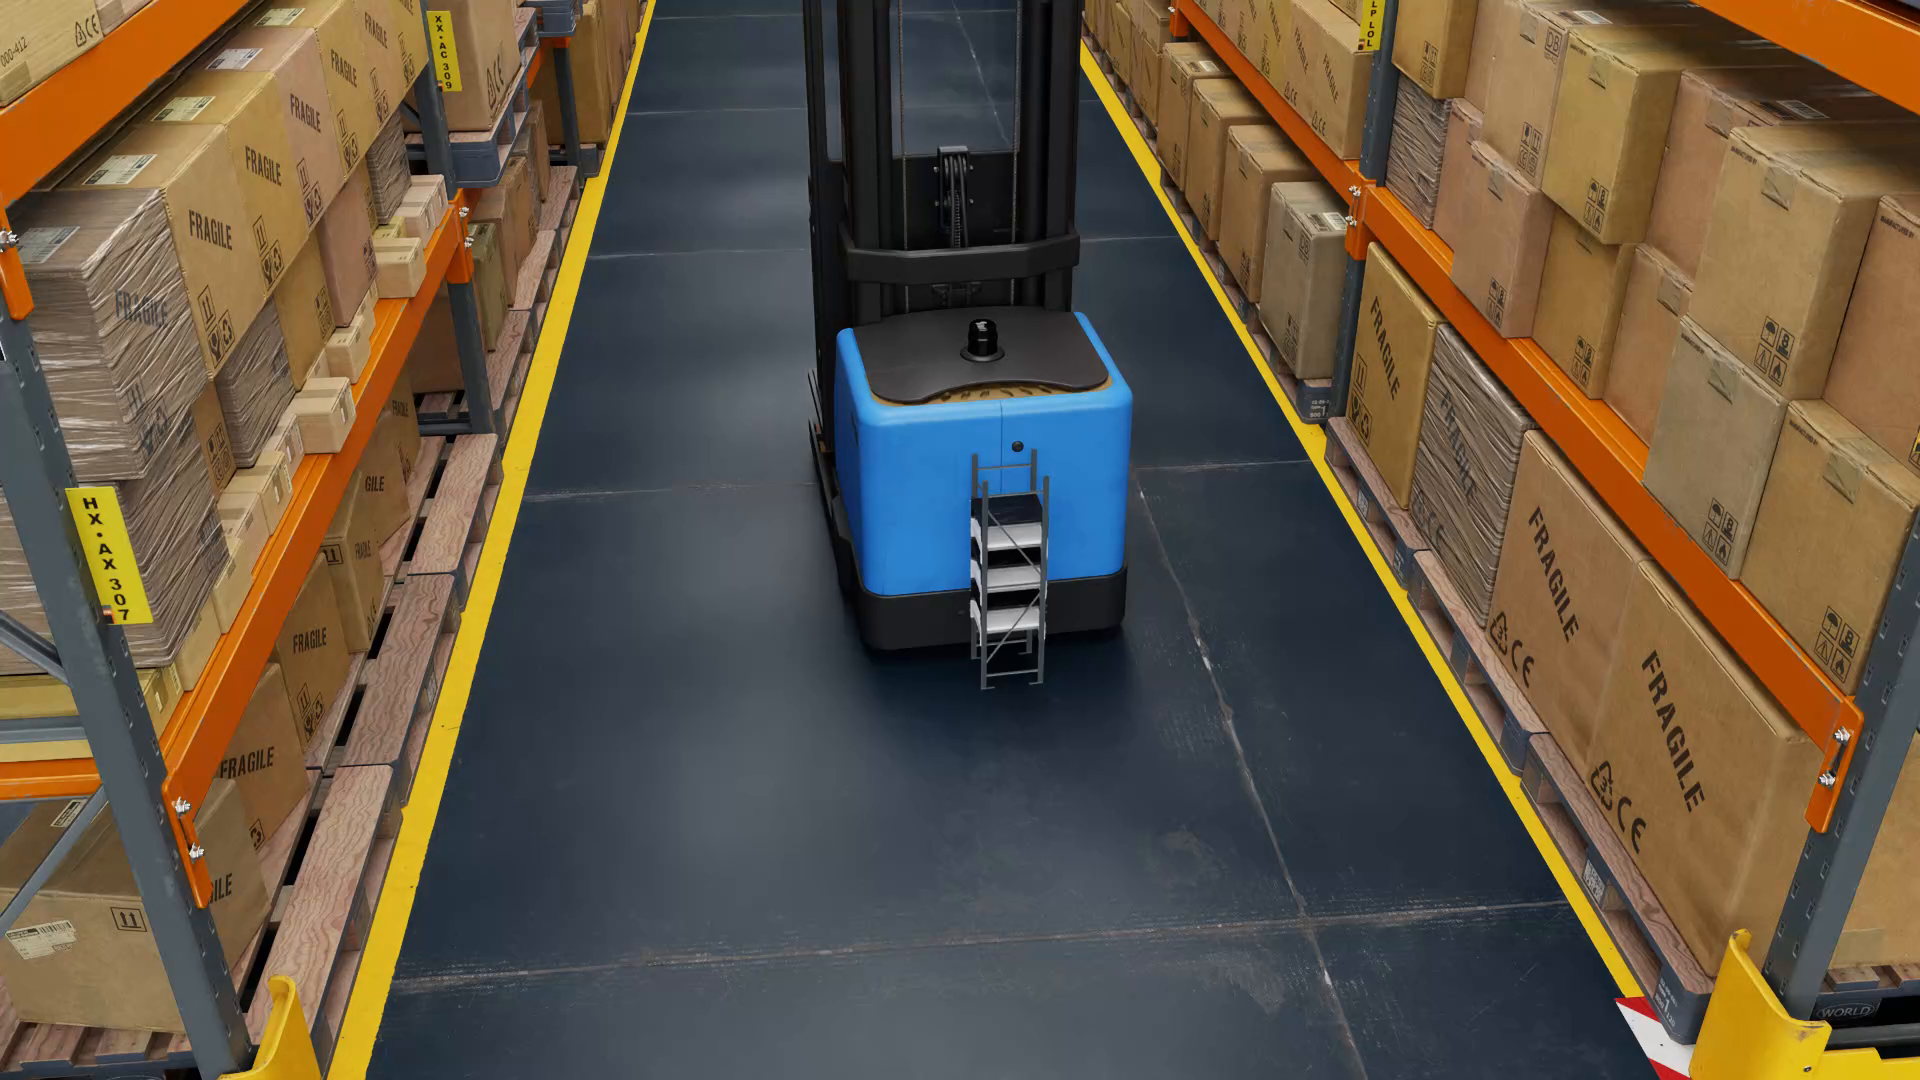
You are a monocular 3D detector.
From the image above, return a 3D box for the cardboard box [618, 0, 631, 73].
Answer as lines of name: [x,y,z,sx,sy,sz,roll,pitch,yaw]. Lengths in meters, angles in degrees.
cardboard box: [-3.249,-4.179,12.984,1.225,0.875,0.875,-4,31,-6]

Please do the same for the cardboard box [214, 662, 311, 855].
cardboard box: [-2.423,0.703,5.176,0.500,0.500,0.500,5,31,8]

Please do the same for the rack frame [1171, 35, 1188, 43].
rack frame: [1.908,-3.837,10.749,1.000,3.000,0.127,-3,31,-5]

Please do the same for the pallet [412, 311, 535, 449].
pallet: [-2.740,-0.809,8.399,1.003,0.211,1.213,-3,31,-5]

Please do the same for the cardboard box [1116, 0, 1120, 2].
cardboard box: [1.436,-4.386,12.965,0.500,0.250,0.500,-2,31,-3]

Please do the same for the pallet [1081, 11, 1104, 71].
pallet: [1.609,-4.285,14.218,1.003,0.211,1.213,-3,31,-5]

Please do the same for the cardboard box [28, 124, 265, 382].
cardboard box: [-2.112,-0.716,4.161,0.500,0.500,0.500,-3,31,-5]

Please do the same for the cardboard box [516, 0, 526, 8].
cardboard box: [-2.797,-3.320,9.377,0.700,0.500,0.500,2,31,3]

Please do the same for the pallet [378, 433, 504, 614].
pallet: [-2.568,-0.071,7.162,1.003,0.211,1.213,-3,31,-5]

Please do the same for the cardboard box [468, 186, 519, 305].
cardboard box: [-2.780,-1.569,8.960,0.700,0.500,0.500,-5,31,-9]

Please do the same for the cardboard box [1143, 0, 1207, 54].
cardboard box: [1.583,-3.603,11.653,0.500,0.250,0.500,-3,31,-6]

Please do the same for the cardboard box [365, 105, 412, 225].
cardboard box: [-2.685,-1.547,6.527,0.875,0.500,0.500,-3,31,-5]

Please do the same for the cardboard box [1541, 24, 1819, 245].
cardboard box: [2.420,-1.305,5.311,0.875,0.550,0.500,-3,31,-5]

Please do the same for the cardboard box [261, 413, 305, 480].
cardboard box: [-2.205,-0.254,4.994,0.380,0.149,0.250,-3,31,-5]

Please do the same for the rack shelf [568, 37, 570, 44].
rack shelf: [-3.226,-4.363,12.331,1.077,0.370,4.000,-3,31,-5]

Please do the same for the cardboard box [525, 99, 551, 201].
cardboard box: [-2.957,-2.426,10.394,0.700,0.500,0.500,-4,31,-7]

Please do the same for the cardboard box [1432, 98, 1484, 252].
cardboard box: [2.402,-1.392,6.509,0.875,0.550,0.550,-3,31,-5]

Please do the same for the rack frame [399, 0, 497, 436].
rack frame: [-2.666,-1.609,7.018,1.000,3.000,0.127,-3,31,-5]

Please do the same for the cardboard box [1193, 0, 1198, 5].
cardboard box: [1.682,-3.638,10.318,0.500,0.500,0.500,-2,31,-4]

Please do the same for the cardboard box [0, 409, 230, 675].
cardboard box: [-2.316,-0.019,3.970,0.875,0.500,0.500,-3,31,-5]

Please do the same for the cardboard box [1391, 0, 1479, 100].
cardboard box: [2.282,-2.133,6.696,0.875,0.550,0.550,-3,31,-5]

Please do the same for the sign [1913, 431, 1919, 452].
sign: [2.114,-0.333,3.521,0.100,0.325,0.005,-3,31,-5]

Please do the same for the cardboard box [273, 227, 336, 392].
cardboard box: [-2.521,-0.782,5.247,0.875,0.500,0.500,-3,31,-5]

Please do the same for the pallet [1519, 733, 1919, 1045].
pallet: [2.503,1.040,5.303,1.003,0.211,1.213,-3,31,-5]

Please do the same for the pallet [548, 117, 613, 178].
pallet: [-3.038,-2.860,11.832,1.003,0.211,1.213,-3,31,-5]

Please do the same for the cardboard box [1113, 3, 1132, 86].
cardboard box: [1.476,-3.802,12.718,0.500,0.500,0.500,-4,31,-7]

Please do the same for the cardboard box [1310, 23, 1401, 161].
cardboard box: [1.967,-2.091,7.729,0.500,0.500,0.500,-3,31,-5]

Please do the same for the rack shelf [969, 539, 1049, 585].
rack shelf: [0.180,0.069,6.146,0.258,0.077,0.200,-5,31,-9]

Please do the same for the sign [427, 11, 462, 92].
sign: [-2.126,-2.010,6.846,0.100,0.325,0.005,-3,31,-5]

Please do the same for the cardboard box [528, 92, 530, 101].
cardboard box: [-2.947,-2.748,10.203,0.500,0.250,0.500,-2,31,-3]

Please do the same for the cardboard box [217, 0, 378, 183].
cardboard box: [-2.256,-1.482,5.443,0.500,0.500,0.500,-3,31,-5]

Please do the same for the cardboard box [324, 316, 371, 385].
cardboard box: [-2.227,-0.639,5.639,0.380,0.149,0.250,-3,31,-5]

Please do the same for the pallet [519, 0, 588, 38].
pallet: [-2.867,-3.210,9.886,1.213,0.211,1.003,-3,31,-5]

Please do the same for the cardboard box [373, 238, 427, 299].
cardboard box: [-2.241,-1.024,6.285,0.380,0.149,0.250,-3,31,-5]

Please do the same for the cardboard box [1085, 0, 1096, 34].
cardboard box: [1.340,-4.596,14.048,0.500,0.500,0.500,-2,31,-3]

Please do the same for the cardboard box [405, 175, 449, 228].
cardboard box: [-2.353,-1.405,6.923,0.380,0.149,0.250,-3,31,-5]

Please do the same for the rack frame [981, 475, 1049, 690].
rack frame: [0.197,0.169,6.089,0.240,0.900,0.006,-5,31,-9]

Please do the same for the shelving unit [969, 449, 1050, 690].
shelving unit: [0.180,0.118,6.175,0.258,0.900,0.210,-5,31,-9]

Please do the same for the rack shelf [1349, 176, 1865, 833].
rack shelf: [2.469,-0.465,5.805,1.077,0.370,4.000,-3,31,-5]

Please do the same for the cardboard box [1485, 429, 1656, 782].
cardboard box: [2.442,0.187,5.674,0.875,0.875,0.875,-3,31,-5]

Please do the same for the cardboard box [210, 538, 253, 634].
cardboard box: [-2.094,0.127,4.357,0.380,0.149,0.250,-3,31,-5]

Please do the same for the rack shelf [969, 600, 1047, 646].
rack shelf: [0.180,0.301,6.284,0.258,0.077,0.200,-5,31,-9]

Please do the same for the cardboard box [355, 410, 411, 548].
cardboard box: [-2.607,-0.218,6.718,0.500,0.500,0.500,7,32,11]

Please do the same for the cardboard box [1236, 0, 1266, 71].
cardboard box: [1.823,-2.866,9.026,0.500,0.500,0.500,-3,31,-5]

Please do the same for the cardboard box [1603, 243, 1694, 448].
cardboard box: [2.576,-0.576,5.143,0.875,0.550,0.550,-3,31,-5]

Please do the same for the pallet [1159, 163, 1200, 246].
pallet: [1.907,-2.234,10.784,1.003,0.211,1.213,-3,31,-5]

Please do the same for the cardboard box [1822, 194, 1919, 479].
cardboard box: [2.660,-0.472,3.916,0.875,0.550,0.550,-3,31,-5]

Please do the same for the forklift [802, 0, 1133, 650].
forklift: [-0.109,-1.576,7.030,1.130,2.935,3.031,-5,31,-9]

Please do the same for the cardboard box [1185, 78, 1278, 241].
cardboard box: [1.961,-2.290,9.943,1.050,0.750,0.750,-2,31,-4]

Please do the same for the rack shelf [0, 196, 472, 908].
rack shelf: [-2.479,-0.279,5.493,1.077,0.370,4.000,-3,31,-5]
